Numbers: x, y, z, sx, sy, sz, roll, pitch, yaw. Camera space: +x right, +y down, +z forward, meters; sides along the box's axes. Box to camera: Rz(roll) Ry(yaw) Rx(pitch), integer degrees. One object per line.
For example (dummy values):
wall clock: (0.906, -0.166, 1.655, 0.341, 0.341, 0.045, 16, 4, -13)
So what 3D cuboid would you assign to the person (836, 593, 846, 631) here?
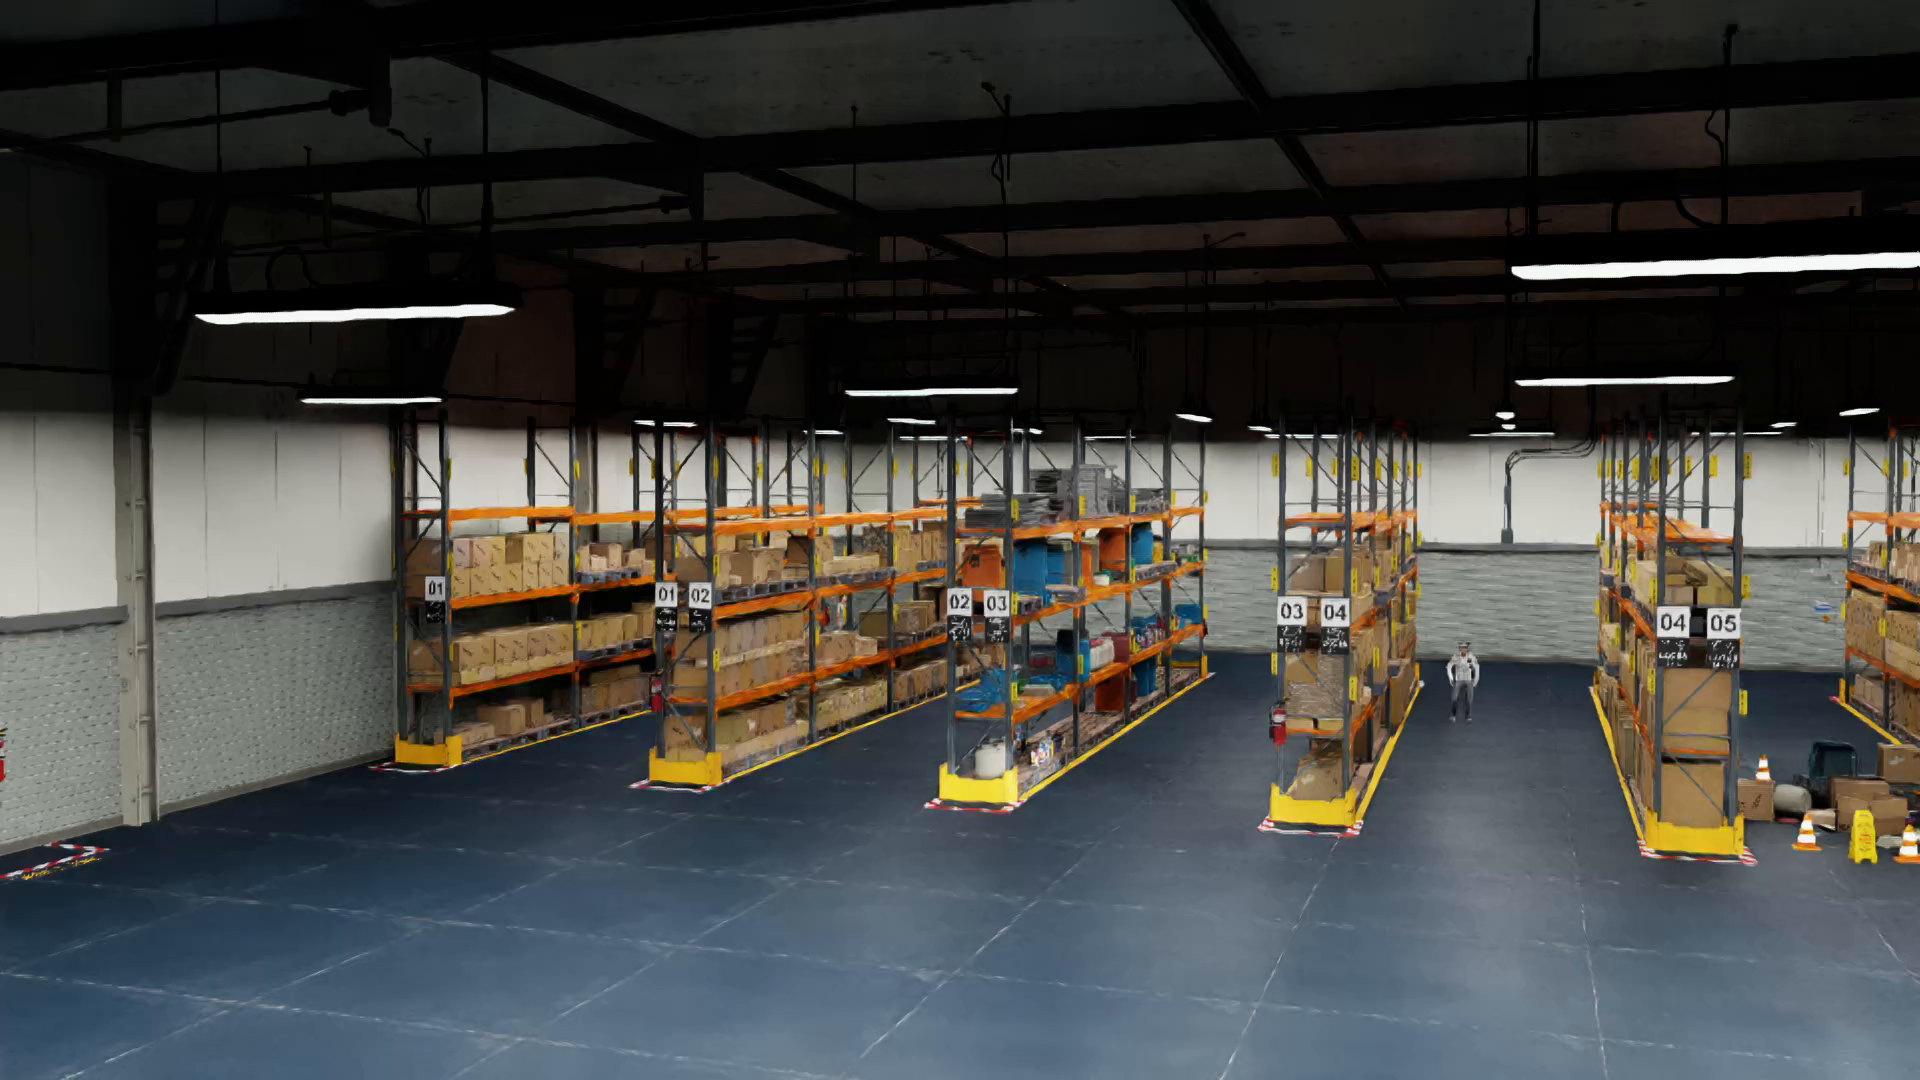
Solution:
person: (-3.263, 2.241, 45.097, 0.645, 1.669, 0.452, -2, 3, -33)

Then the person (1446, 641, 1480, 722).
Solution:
person: (9.945, 2.784, 32.872, 0.639, 1.632, 0.512, 1, 3, 17)
